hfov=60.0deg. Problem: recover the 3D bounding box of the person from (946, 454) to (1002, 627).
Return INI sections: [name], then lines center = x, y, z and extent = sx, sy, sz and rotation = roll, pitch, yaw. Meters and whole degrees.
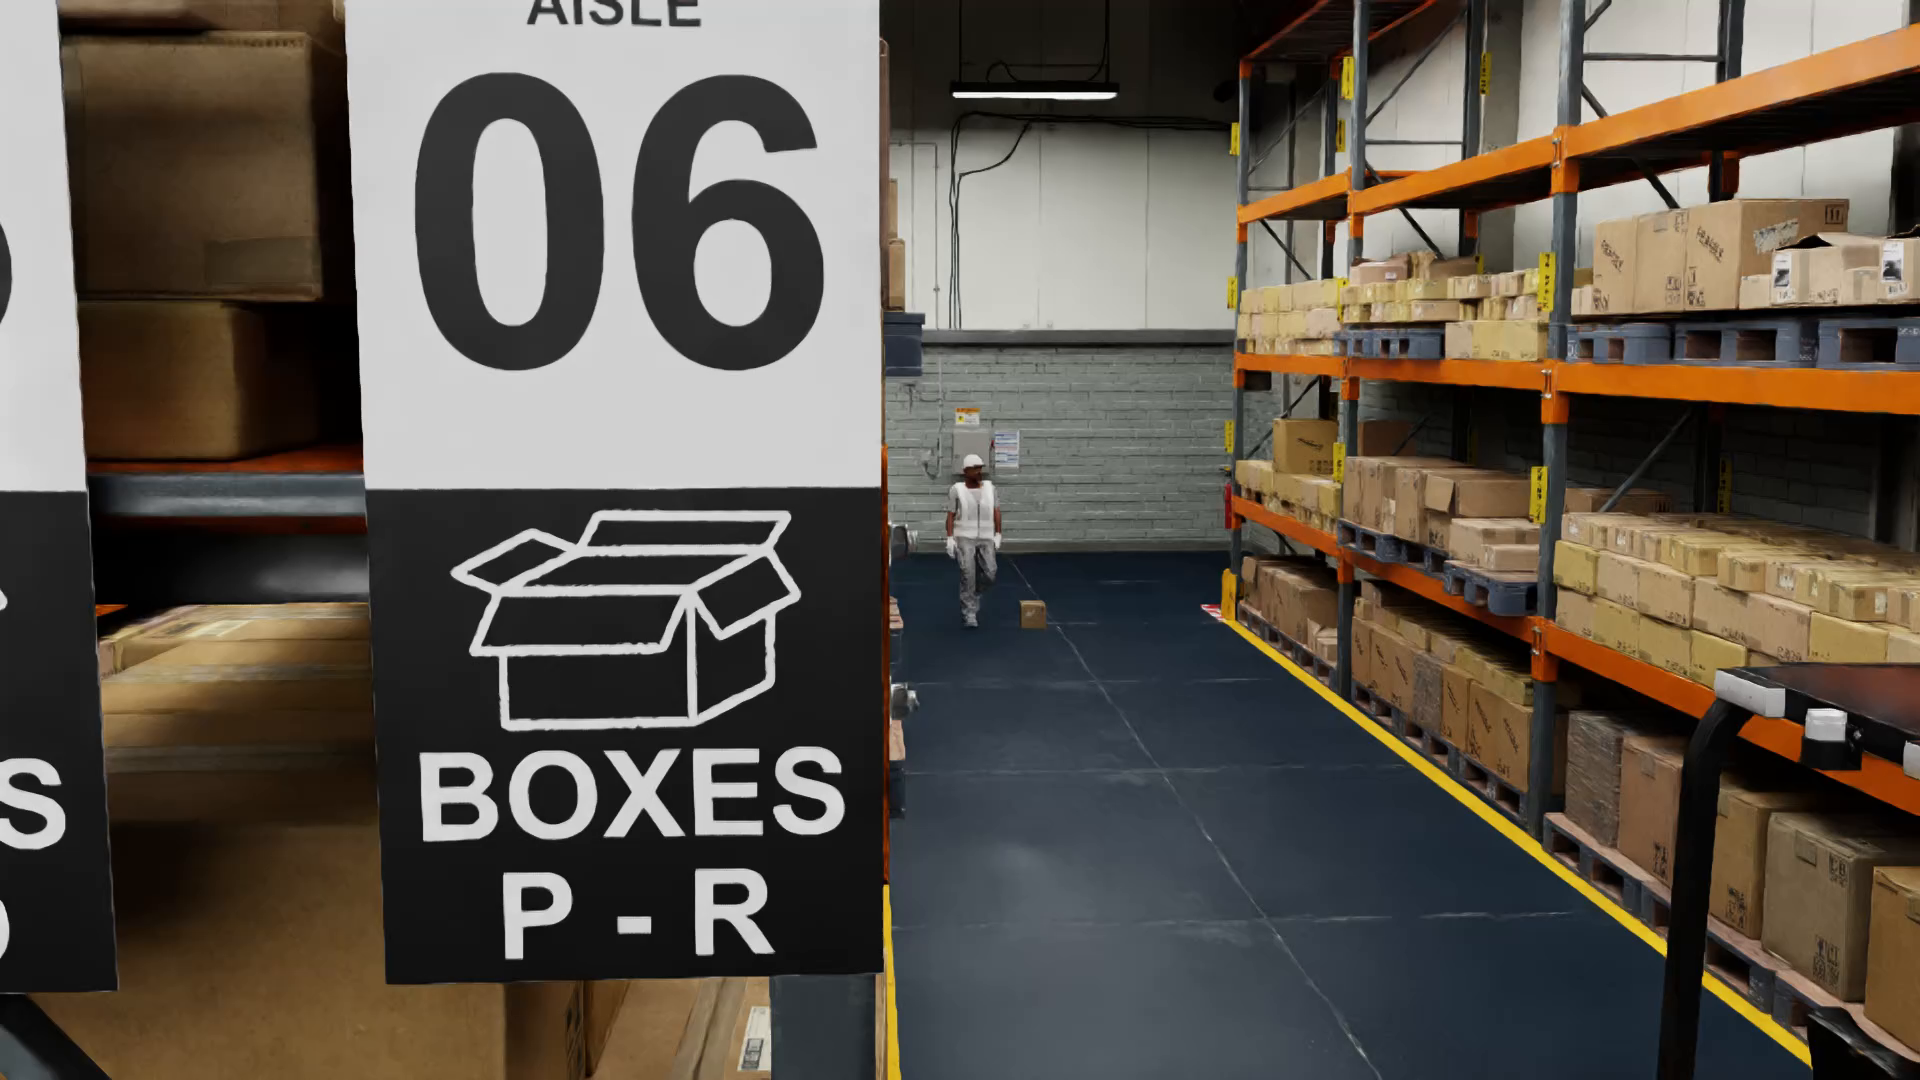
[person]
center = 0.141, -0.011, 17.282
extent = 0.598, 1.772, 0.783
rotation = -2, 7, -16
